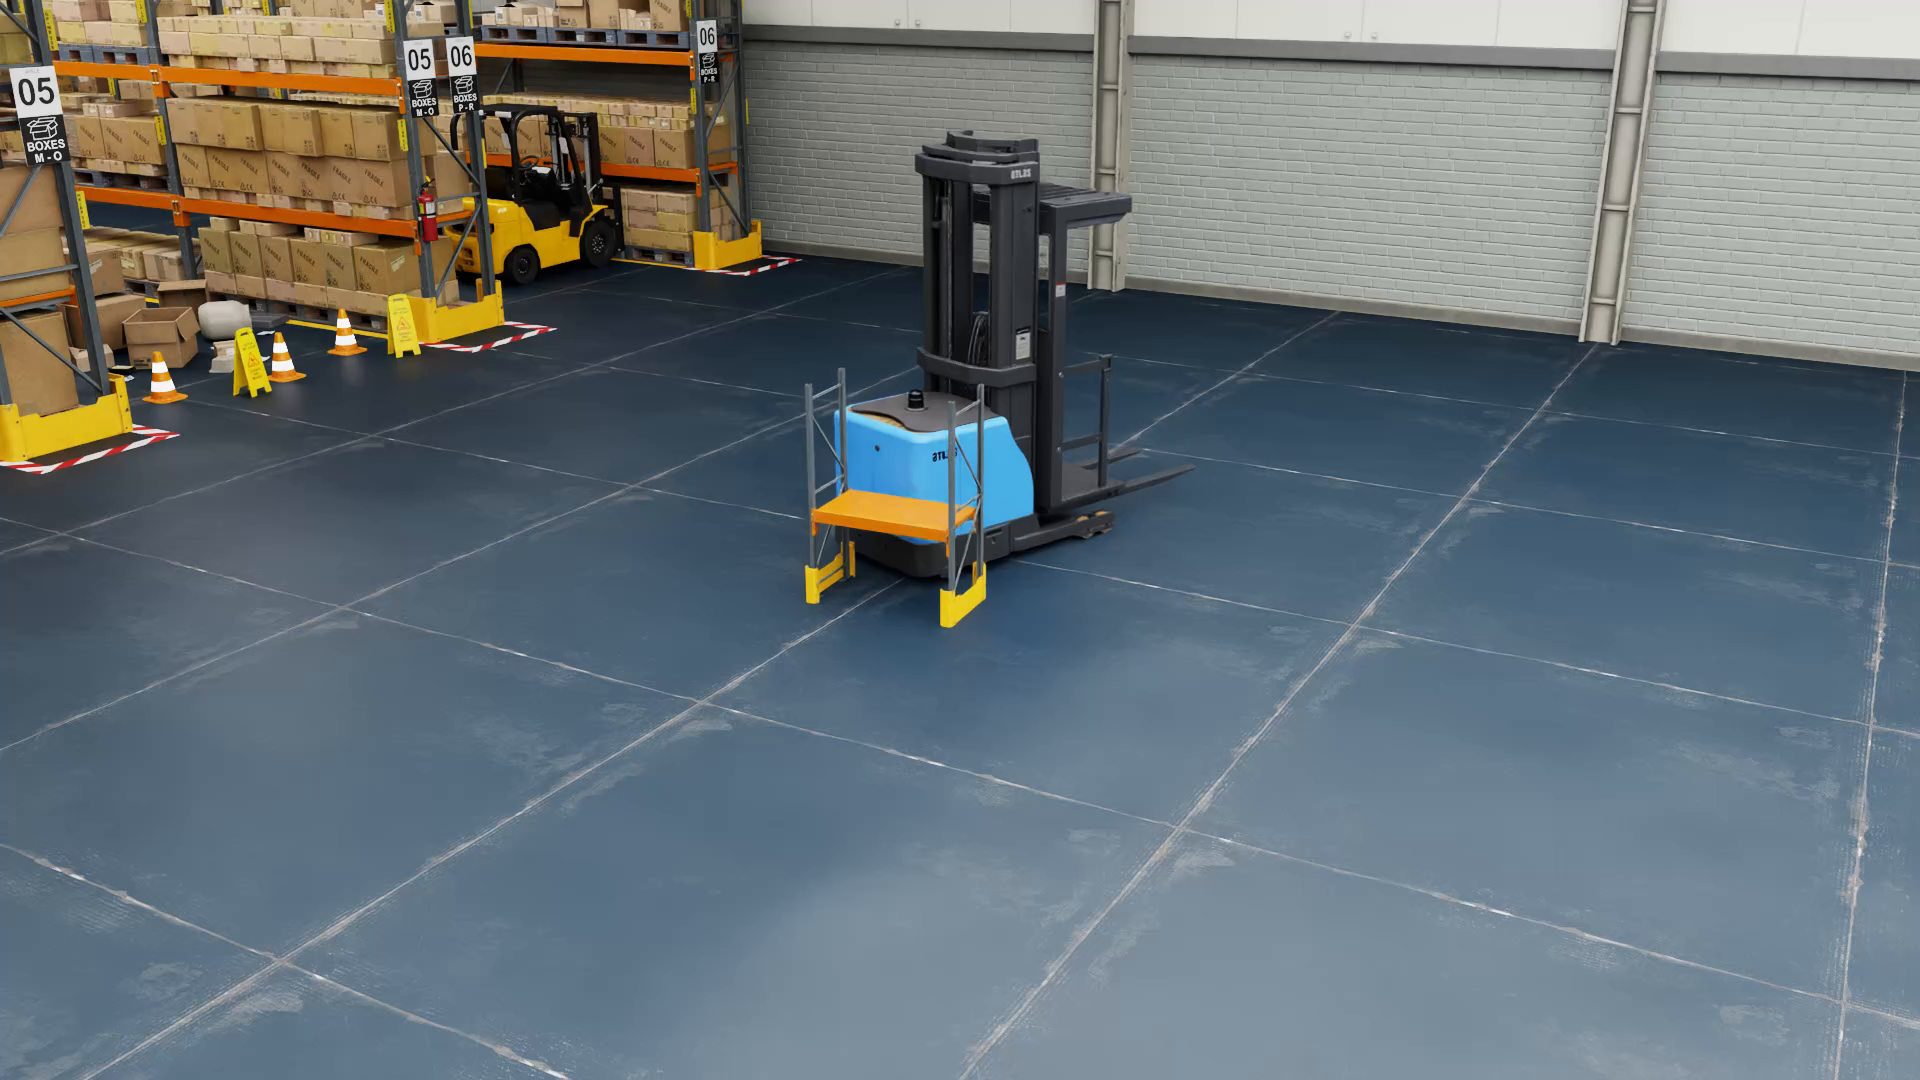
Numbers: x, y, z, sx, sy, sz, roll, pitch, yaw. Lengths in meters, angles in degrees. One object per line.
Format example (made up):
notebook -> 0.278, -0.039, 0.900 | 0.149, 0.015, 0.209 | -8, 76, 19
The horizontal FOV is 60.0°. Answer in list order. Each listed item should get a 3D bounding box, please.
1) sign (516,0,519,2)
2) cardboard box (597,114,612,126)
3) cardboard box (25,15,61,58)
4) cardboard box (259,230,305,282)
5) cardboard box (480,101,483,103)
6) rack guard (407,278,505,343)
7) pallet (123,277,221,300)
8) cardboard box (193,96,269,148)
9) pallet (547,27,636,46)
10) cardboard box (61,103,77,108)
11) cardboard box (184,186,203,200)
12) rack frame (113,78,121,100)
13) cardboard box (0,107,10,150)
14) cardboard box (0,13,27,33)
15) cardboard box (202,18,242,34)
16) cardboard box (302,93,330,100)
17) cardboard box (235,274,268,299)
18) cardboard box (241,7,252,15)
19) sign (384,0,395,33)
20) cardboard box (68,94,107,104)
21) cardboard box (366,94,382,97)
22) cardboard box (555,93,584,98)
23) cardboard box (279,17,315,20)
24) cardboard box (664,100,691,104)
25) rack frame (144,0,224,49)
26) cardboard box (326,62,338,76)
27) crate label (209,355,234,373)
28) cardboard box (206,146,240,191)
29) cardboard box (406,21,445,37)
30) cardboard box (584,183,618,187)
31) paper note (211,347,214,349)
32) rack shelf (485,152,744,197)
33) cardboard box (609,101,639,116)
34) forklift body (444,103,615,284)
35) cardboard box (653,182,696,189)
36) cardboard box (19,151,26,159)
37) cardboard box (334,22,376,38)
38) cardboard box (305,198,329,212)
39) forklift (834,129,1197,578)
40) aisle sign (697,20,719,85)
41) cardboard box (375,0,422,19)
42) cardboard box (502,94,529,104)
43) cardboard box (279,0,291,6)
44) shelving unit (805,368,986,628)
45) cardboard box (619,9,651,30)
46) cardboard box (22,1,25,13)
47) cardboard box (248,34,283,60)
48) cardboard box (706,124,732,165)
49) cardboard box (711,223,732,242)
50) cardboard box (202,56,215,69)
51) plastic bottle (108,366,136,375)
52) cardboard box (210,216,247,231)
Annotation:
sign -> -6.425, -7.760, 24.086 | 0.005, 0.325, 0.100 | 11, 23, 27
cardboard box -> -4.774, -5.771, 22.778 | 0.250, 0.149, 0.380 | 11, 23, 28
cardboard box -> -11.258, -6.304, 20.796 | 0.637, 0.503, 0.797 | 11, 23, 27
cardboard box -> -7.804, -3.332, 19.470 | 0.500, 0.500, 0.500 | 12, 23, 30
cardboard box -> -6.897, -6.378, 24.452 | 0.250, 0.149, 0.380 | 10, 22, 26
rack guard -> -5.686, -2.598, 18.794 | 0.348, 0.500, 1.175 | 11, 23, 27
pallet -> -9.792, -3.244, 20.998 | 1.213, 0.211, 1.003 | 11, 23, 27
cardboard box -> -8.398, -4.853, 19.297 | 0.500, 0.500, 0.700 | 11, 23, 28
pallet -> -4.876, -6.935, 22.816 | 1.213, 0.211, 1.003 | 11, 23, 27
cardboard box -> -11.615, -5.400, 21.653 | 0.500, 0.500, 0.500 | 10, 22, 26
cardboard box -> -8.993, -4.160, 19.802 | 0.250, 0.149, 0.380 | 11, 23, 27
rack frame -> -13.679, -7.235, 27.910 | 0.127, 3.000, 1.000 | 11, 23, 27
cardboard box -> -12.324, -5.332, 21.465 | 0.500, 0.500, 0.500 | 10, 22, 26
cardboard box -> -8.082, -4.332, 13.946 | 0.250, 0.149, 0.380 | 11, 23, 28
cardboard box -> -8.312, -5.810, 18.784 | 0.250, 0.149, 0.380 | 11, 22, 27
cardboard box -> -9.818, -6.737, 25.440 | 0.250, 0.149, 0.380 | 11, 23, 28
cardboard box -> -8.257, -3.067, 19.837 | 0.500, 0.250, 0.500 | 12, 23, 30
cardboard box -> -10.830, -8.133, 25.622 | 0.250, 0.149, 0.380 | 10, 22, 26
sign -> -5.908, -5.425, 17.225 | 0.005, 0.325, 0.100 | 11, 23, 27
cardboard box -> -14.687, -7.395, 28.136 | 0.500, 0.250, 0.500 | 11, 23, 27
cardboard box -> -8.886, -6.769, 25.530 | 0.250, 0.149, 0.380 | 11, 22, 27
cardboard box -> -5.583, -6.316, 23.843 | 0.250, 0.149, 0.380 | 10, 22, 26
cardboard box -> -7.563, -5.909, 19.057 | 0.250, 0.149, 0.380 | 11, 23, 28
cardboard box -> -3.841, -5.943, 22.817 | 0.250, 0.149, 0.380 | 11, 23, 28
rack frame -> -9.112, -7.246, 19.144 | 0.127, 3.000, 1.000 | 11, 23, 27
cardboard box -> -6.705, -5.177, 18.206 | 0.250, 0.149, 0.380 | 11, 23, 28
crate label -> -7.585, -1.828, 17.203 | 0.298, 0.136, 0.250 | 0, 20, -1
cardboard box -> -8.414, -4.380, 19.458 | 0.500, 0.500, 0.500 | 11, 23, 27
cardboard box -> -5.831, -5.547, 18.059 | 0.250, 0.149, 0.380 | 11, 22, 27
cardboard box -> -5.089, -4.848, 23.282 | 0.500, 0.250, 0.500 | 10, 22, 26
paper note -> -8.084, -2.110, 18.154 | 0.148, 0.019, 0.142 | -16, 26, -38
rack shelf -> -4.948, -5.233, 23.448 | 4.000, 0.370, 1.077 | 11, 23, 27
cardboard box -> -4.553, -5.869, 22.610 | 0.250, 0.149, 0.380 | 11, 23, 29
forklift body -> -5.748, -4.612, 21.926 | 1.214, 2.155, 2.313 | 11, 23, 27
cardboard box -> -3.968, -4.832, 23.237 | 0.500, 0.250, 0.500 | 11, 23, 27
cardboard box -> -11.734, -4.893, 21.207 | 0.250, 0.149, 0.380 | 11, 23, 28
cardboard box -> -6.497, -5.487, 17.893 | 0.250, 0.149, 0.380 | 11, 22, 27
cardboard box -> -7.201, -3.833, 18.901 | 0.250, 0.149, 0.380 | 11, 22, 27
forklift -> 0.539, -1.509, 12.226 | 3.031, 2.935, 1.130 | -16, 26, -38
aisle sign -> -3.288, -6.363, 21.694 | 0.004, 0.787, 0.394 | 11, 23, 27
cardboard box -> -8.115, -7.692, 24.141 | 0.500, 0.311, 0.500 | 10, 22, 25
cardboard box -> -6.280, -6.243, 23.643 | 0.250, 0.149, 0.380 | 11, 23, 28
cardboard box -> -10.373, -8.380, 25.868 | 0.250, 0.149, 0.380 | 10, 22, 25
shelving unit -> -0.431, -0.300, 10.993 | 1.083, 1.500, 0.587 | 9, 22, 23
cardboard box -> -4.295, -6.920, 22.078 | 0.258, 0.266, 0.396 | 11, 23, 27
cardboard box -> -15.559, -8.978, 28.101 | 0.500, 0.250, 0.500 | 10, 22, 26
cardboard box -> -7.534, -5.497, 18.505 | 0.500, 0.250, 0.500 | 11, 23, 28
cardboard box -> -3.499, -5.451, 22.847 | 0.500, 0.500, 0.500 | 12, 23, 29
cardboard box -> -3.536, -4.284, 23.192 | 0.500, 0.250, 0.500 | 11, 23, 28
cardboard box -> -8.488, -5.524, 19.165 | 0.250, 0.149, 0.380 | 11, 23, 27
plastic bottle -> -8.639, -1.748, 17.094 | 0.283, 0.061, 0.133 | 3, 20, 9
cardboard box -> -8.649, -3.771, 19.727 | 0.250, 0.149, 0.380 | 11, 23, 28
